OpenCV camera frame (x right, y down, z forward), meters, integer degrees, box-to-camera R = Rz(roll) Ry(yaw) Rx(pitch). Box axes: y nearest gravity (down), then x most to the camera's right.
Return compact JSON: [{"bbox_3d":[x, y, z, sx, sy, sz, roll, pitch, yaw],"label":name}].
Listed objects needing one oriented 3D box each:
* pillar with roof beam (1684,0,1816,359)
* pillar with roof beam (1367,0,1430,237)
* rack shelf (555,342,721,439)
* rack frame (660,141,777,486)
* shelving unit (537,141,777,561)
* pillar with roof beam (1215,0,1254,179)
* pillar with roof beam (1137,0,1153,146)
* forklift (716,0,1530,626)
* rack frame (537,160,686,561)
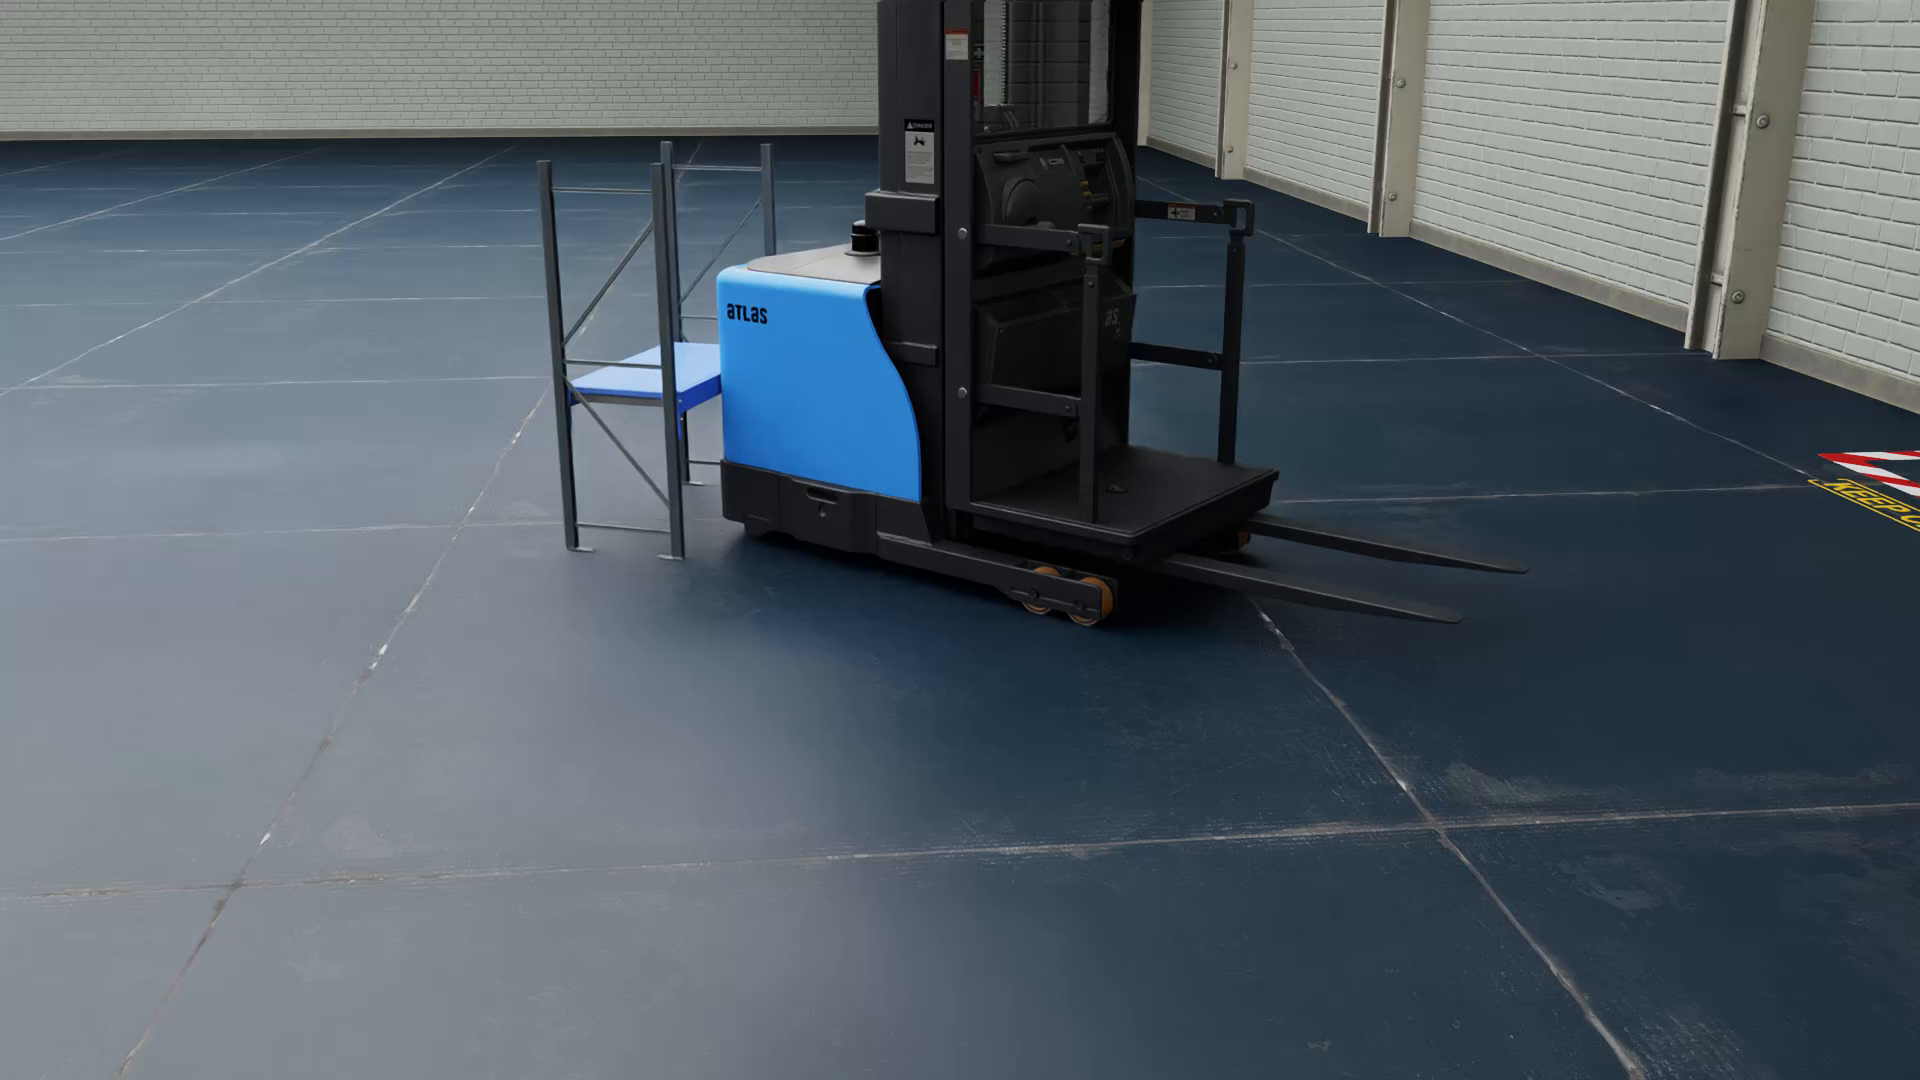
[{"bbox_3d":[0.497,-5.333,8.641,9.100,9.000,0.400,-2,18,-6],"label":"pillar with roof beam"},{"bbox_3d":[-0.122,-7.121,14.335,9.100,9.000,0.400,-2,18,-6],"label":"pillar with roof beam"},{"bbox_3d":[-1.166,-0.634,6.793,0.538,0.185,1.000,5,18,16],"label":"rack shelf"},{"bbox_3d":[-1.023,-0.952,7.204,0.500,1.500,0.032,5,18,16],"label":"rack frame"},{"bbox_3d":[-1.166,-0.806,6.739,0.538,1.500,1.048,5,18,16],"label":"shelving unit"},{"bbox_3d":[-0.741,-8.908,20.029,9.100,9.000,0.400,-2,18,-6],"label":"pillar with roof beam"},{"bbox_3d":[-1.359,-10.696,25.723,9.100,9.000,0.400,-2,18,-6],"label":"pillar with roof beam"},{"bbox_3d":[0.519,-1.282,5.868,3.031,2.935,1.130,13,21,35],"label":"forklift"},{"bbox_3d":[-1.309,-0.660,6.273,0.500,1.500,0.032,5,18,16],"label":"rack frame"}]
